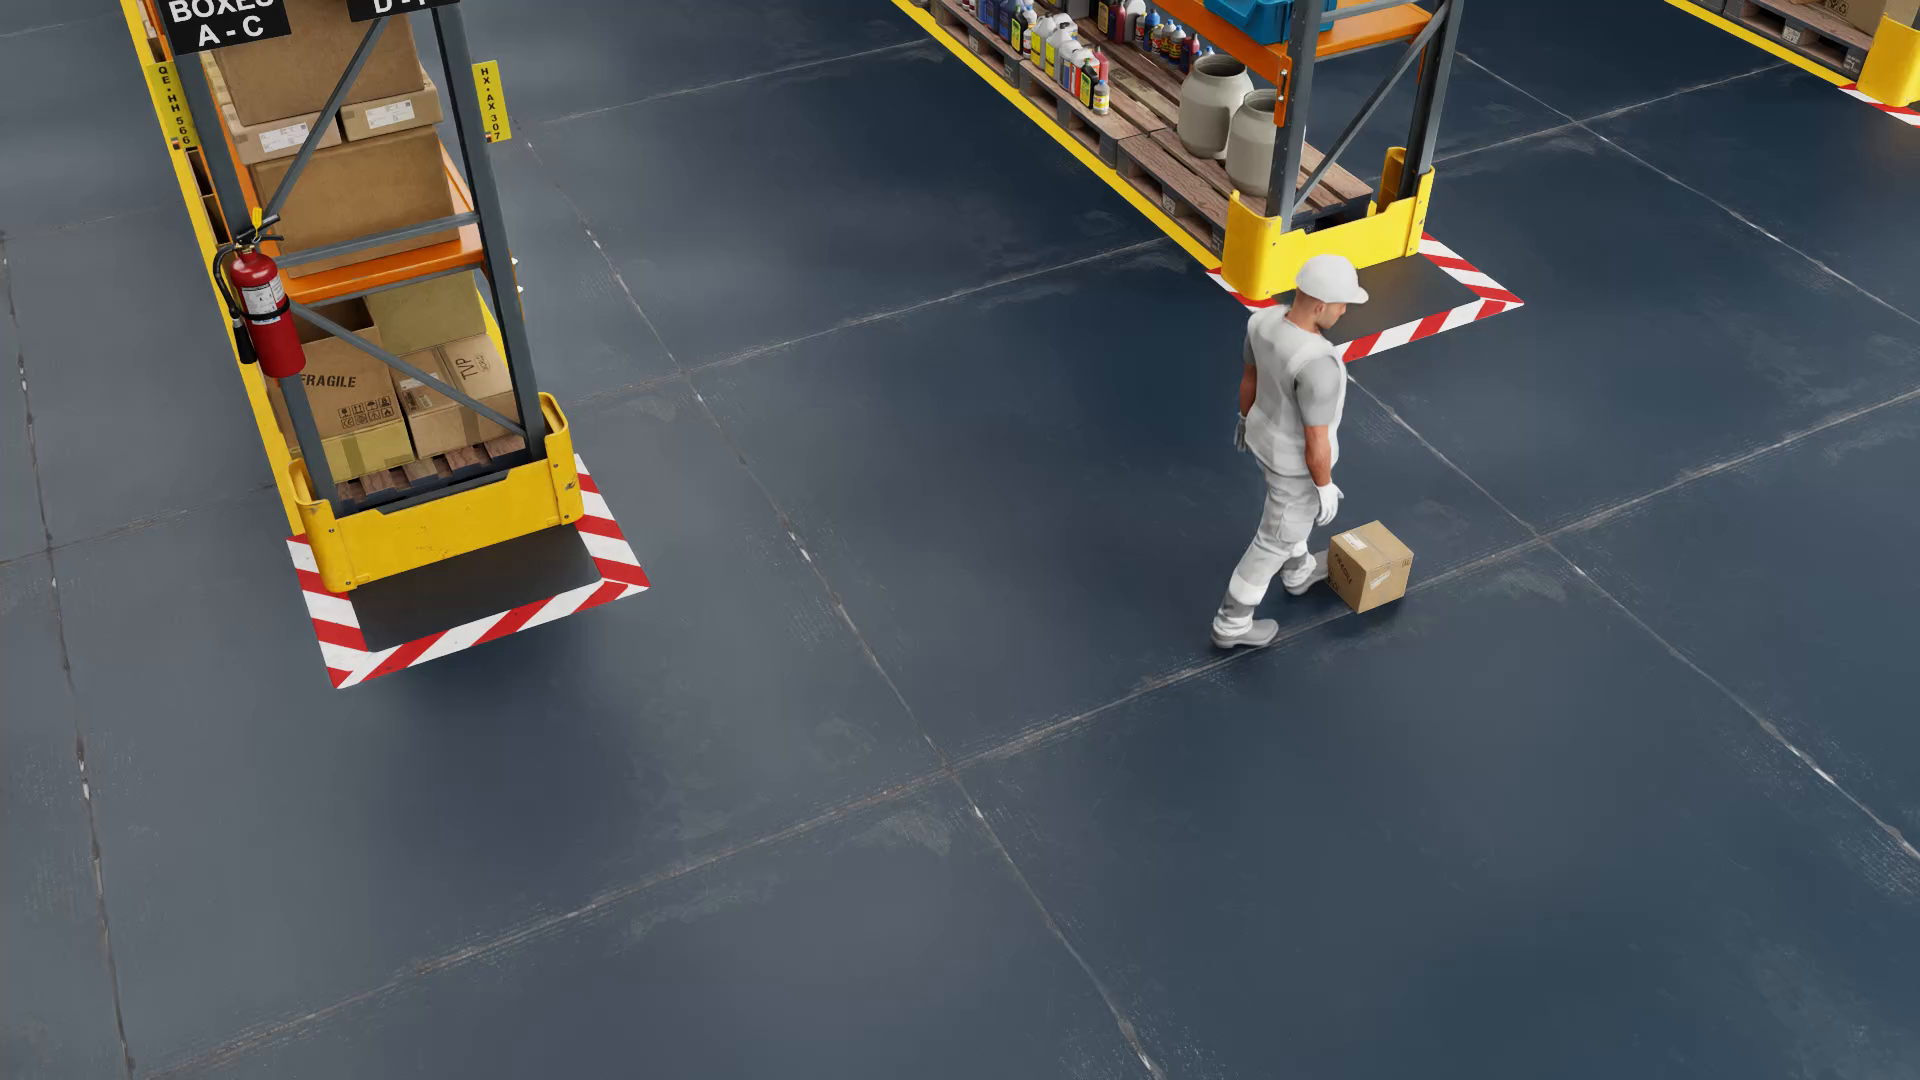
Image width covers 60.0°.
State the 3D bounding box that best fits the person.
[{"bbox_3d":[1.369,-0.353,6.540,0.748,1.773,0.607,-14,43,-15],"label":"person"}]
